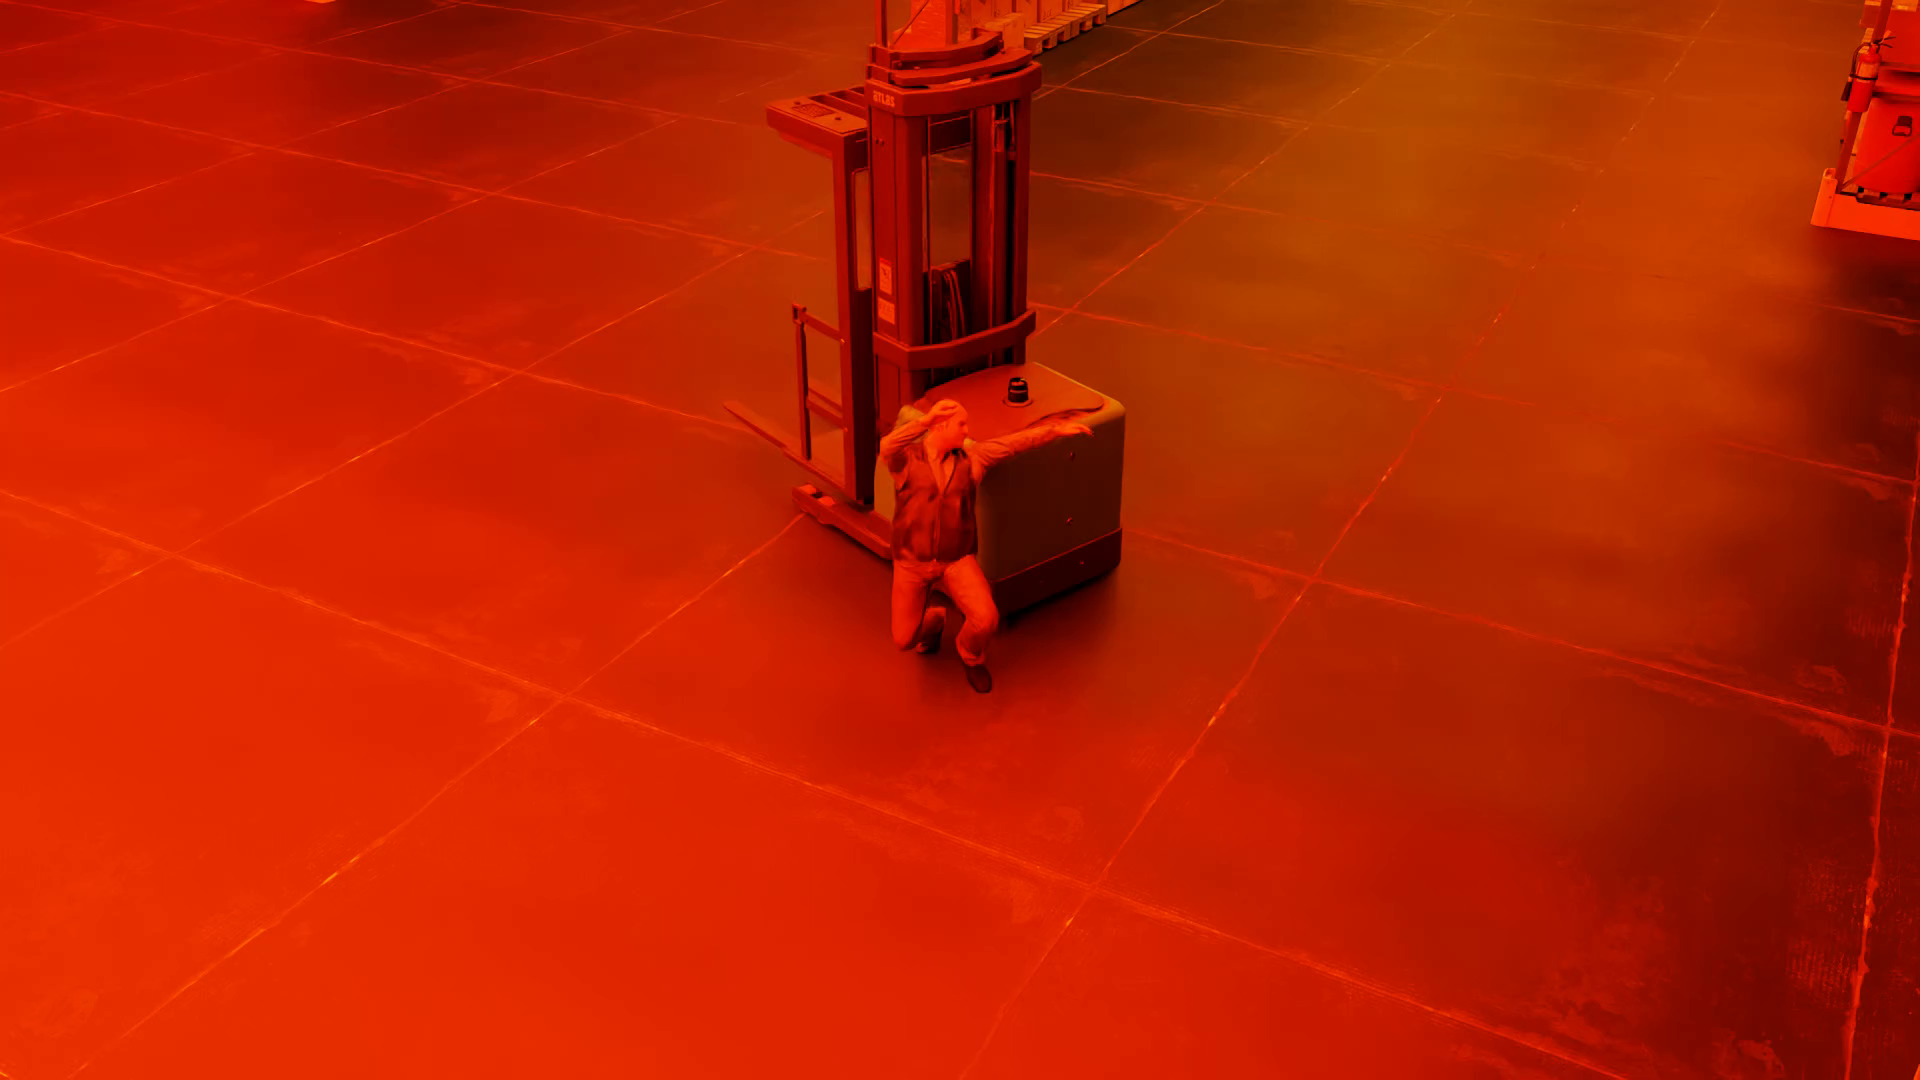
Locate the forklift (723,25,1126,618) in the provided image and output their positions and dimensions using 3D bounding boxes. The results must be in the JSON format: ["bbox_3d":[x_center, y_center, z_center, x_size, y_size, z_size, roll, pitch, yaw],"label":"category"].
[{"bbox_3d":[-0.382,-1.507,9.682,1.130,2.935,3.031,-22,37,-33],"label":"forklift"}]

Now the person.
[{"bbox_3d":[0.145,0.011,8.434,1.081,1.598,0.833,-2,30,-3],"label":"person"}]
